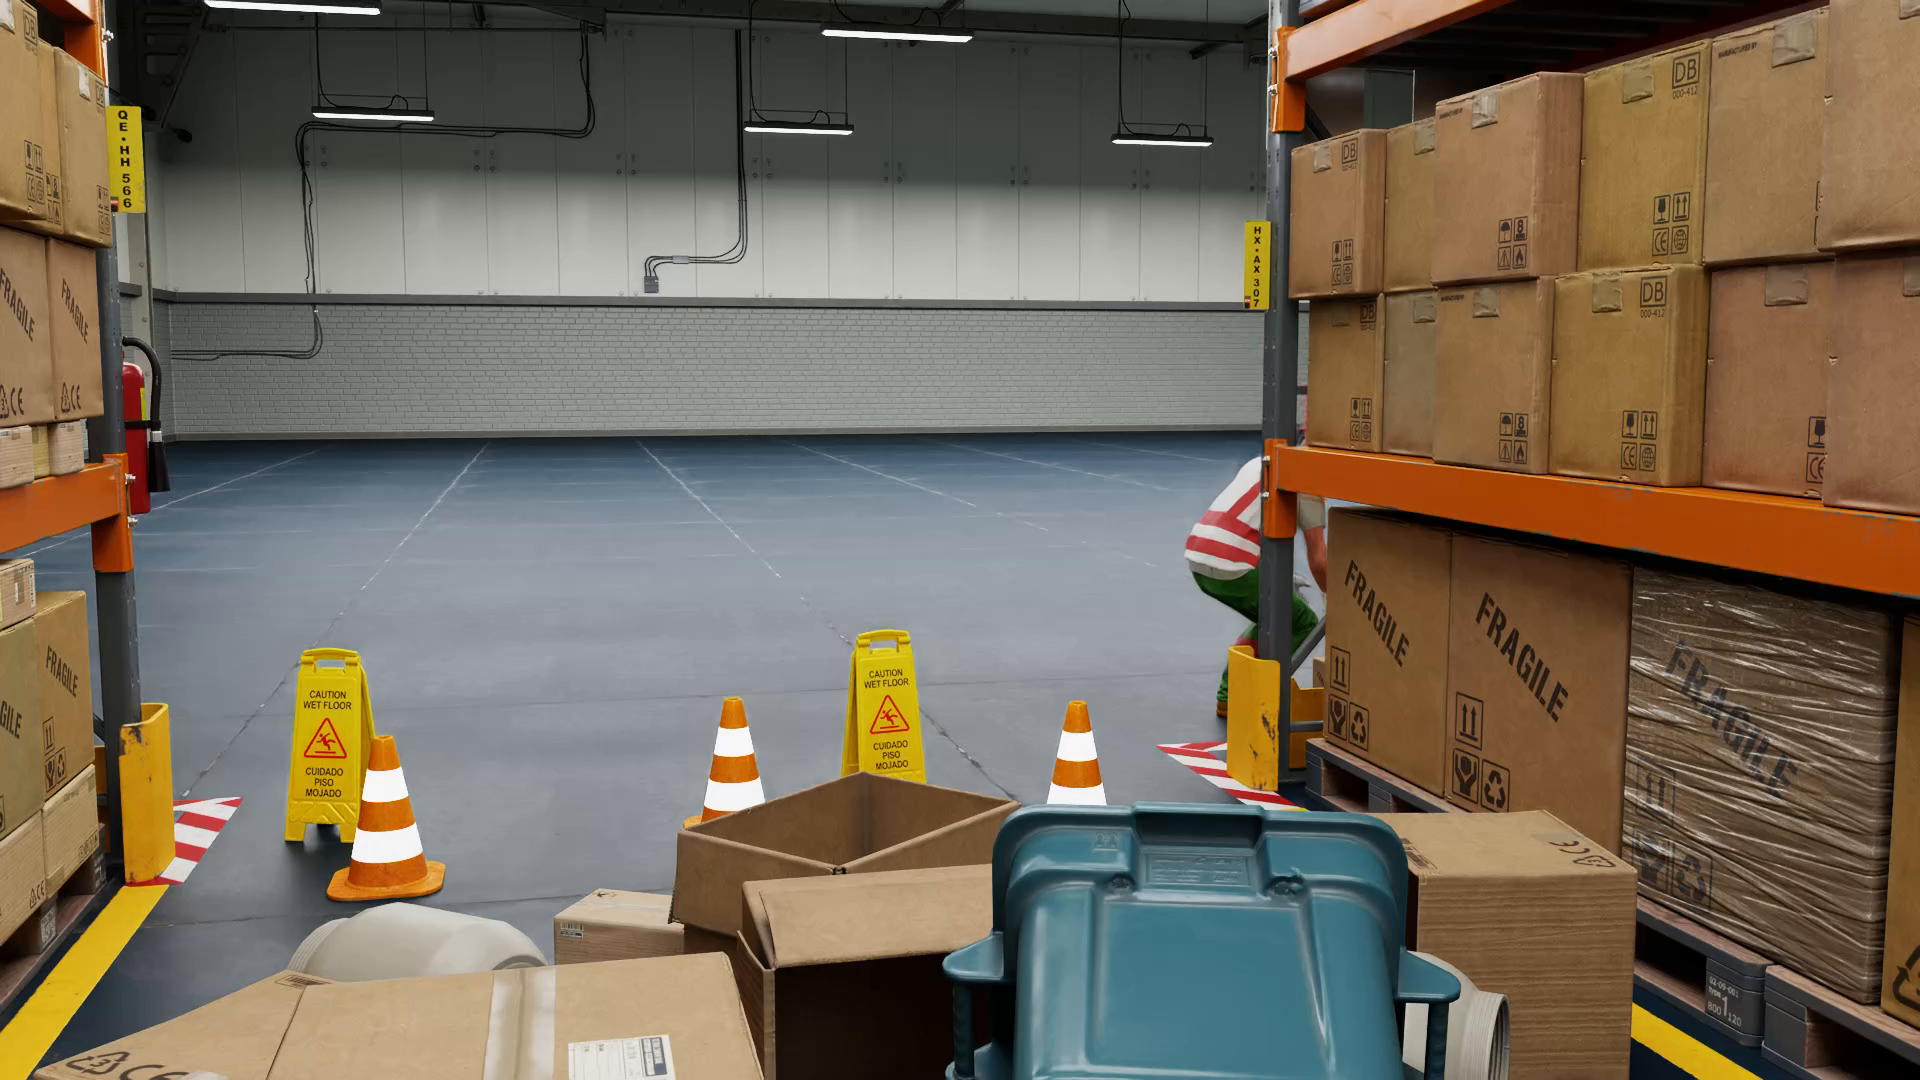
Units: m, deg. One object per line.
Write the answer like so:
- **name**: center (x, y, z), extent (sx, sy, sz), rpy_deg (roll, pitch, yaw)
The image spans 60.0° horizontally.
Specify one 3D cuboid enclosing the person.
- **person**: center (1.401, 0.141, 7.536), extent (0.795, 1.351, 0.584), rpy_deg (-1, 6, -14)
